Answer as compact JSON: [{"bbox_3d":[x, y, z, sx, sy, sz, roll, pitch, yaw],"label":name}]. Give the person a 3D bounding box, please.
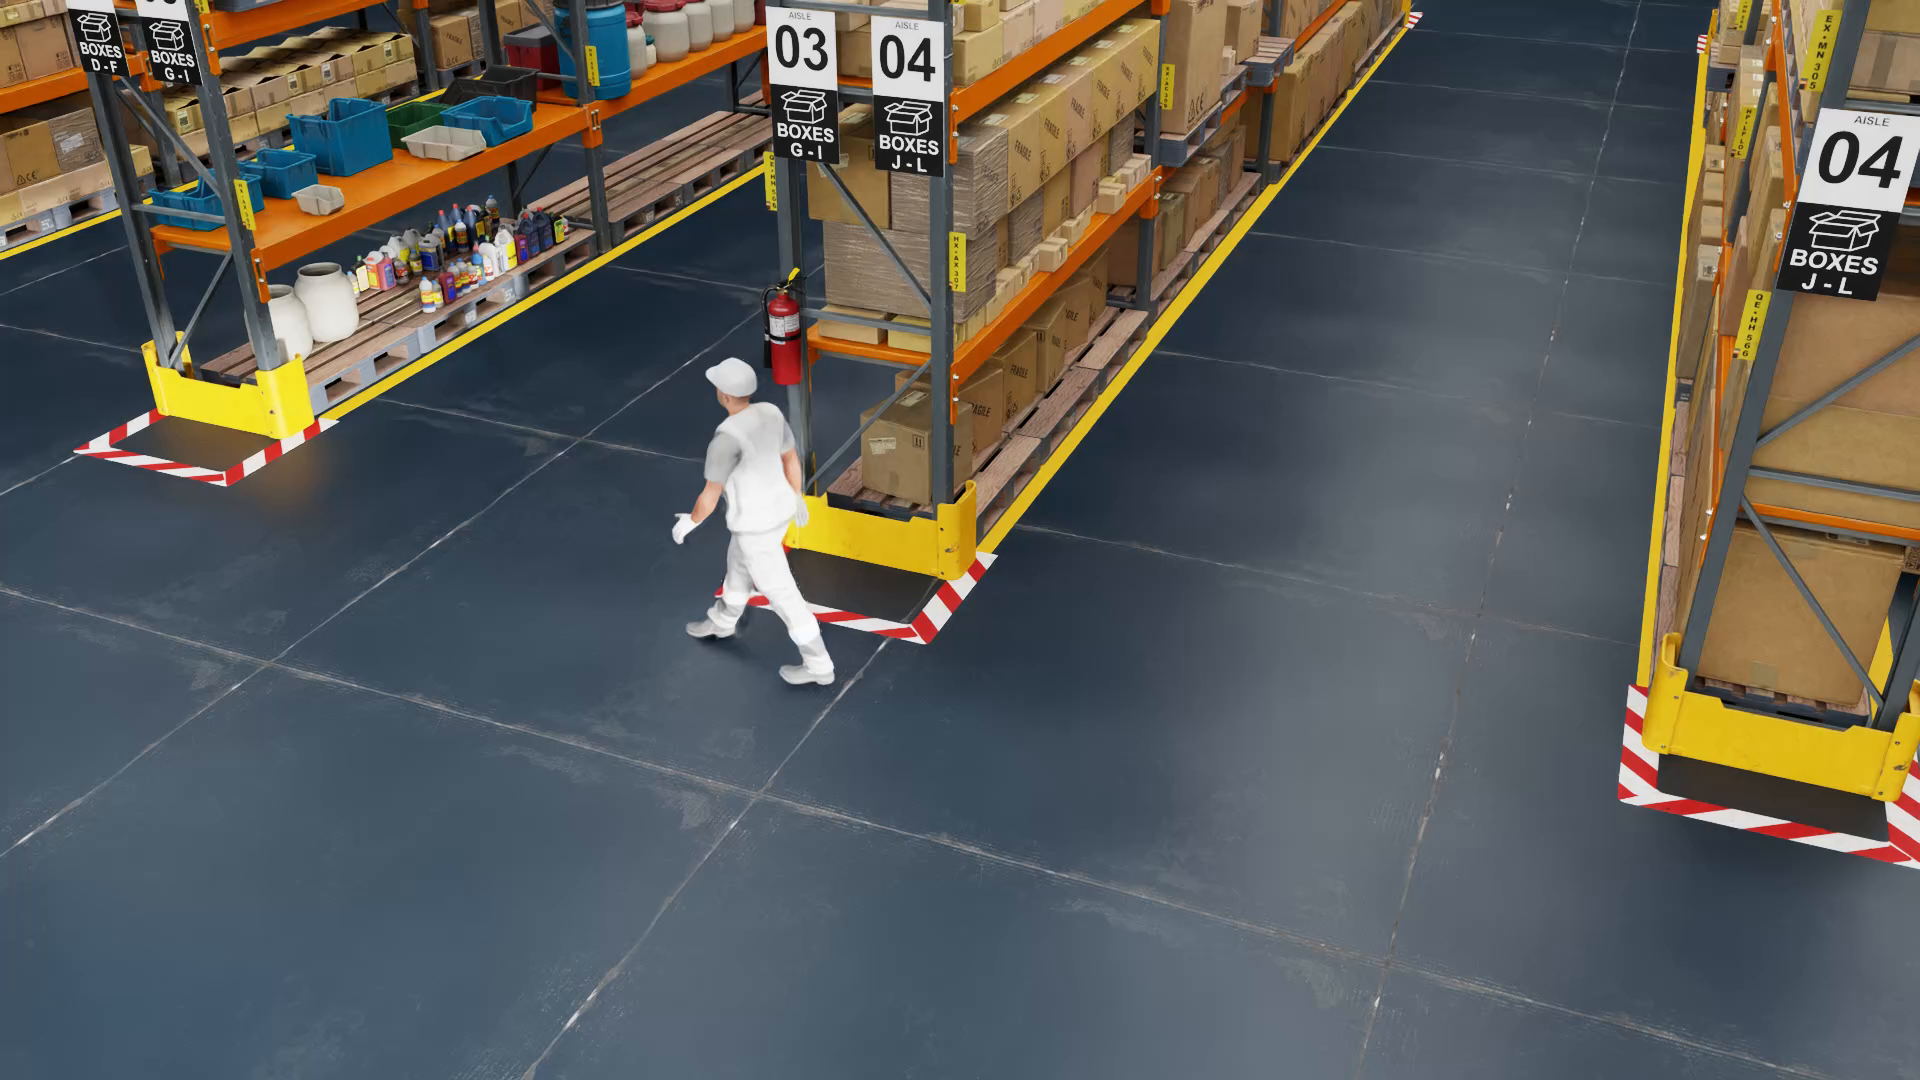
[{"bbox_3d":[-1.084,-0.130,8.630,1.029,1.737,0.623,13,32,21],"label":"person"}]
